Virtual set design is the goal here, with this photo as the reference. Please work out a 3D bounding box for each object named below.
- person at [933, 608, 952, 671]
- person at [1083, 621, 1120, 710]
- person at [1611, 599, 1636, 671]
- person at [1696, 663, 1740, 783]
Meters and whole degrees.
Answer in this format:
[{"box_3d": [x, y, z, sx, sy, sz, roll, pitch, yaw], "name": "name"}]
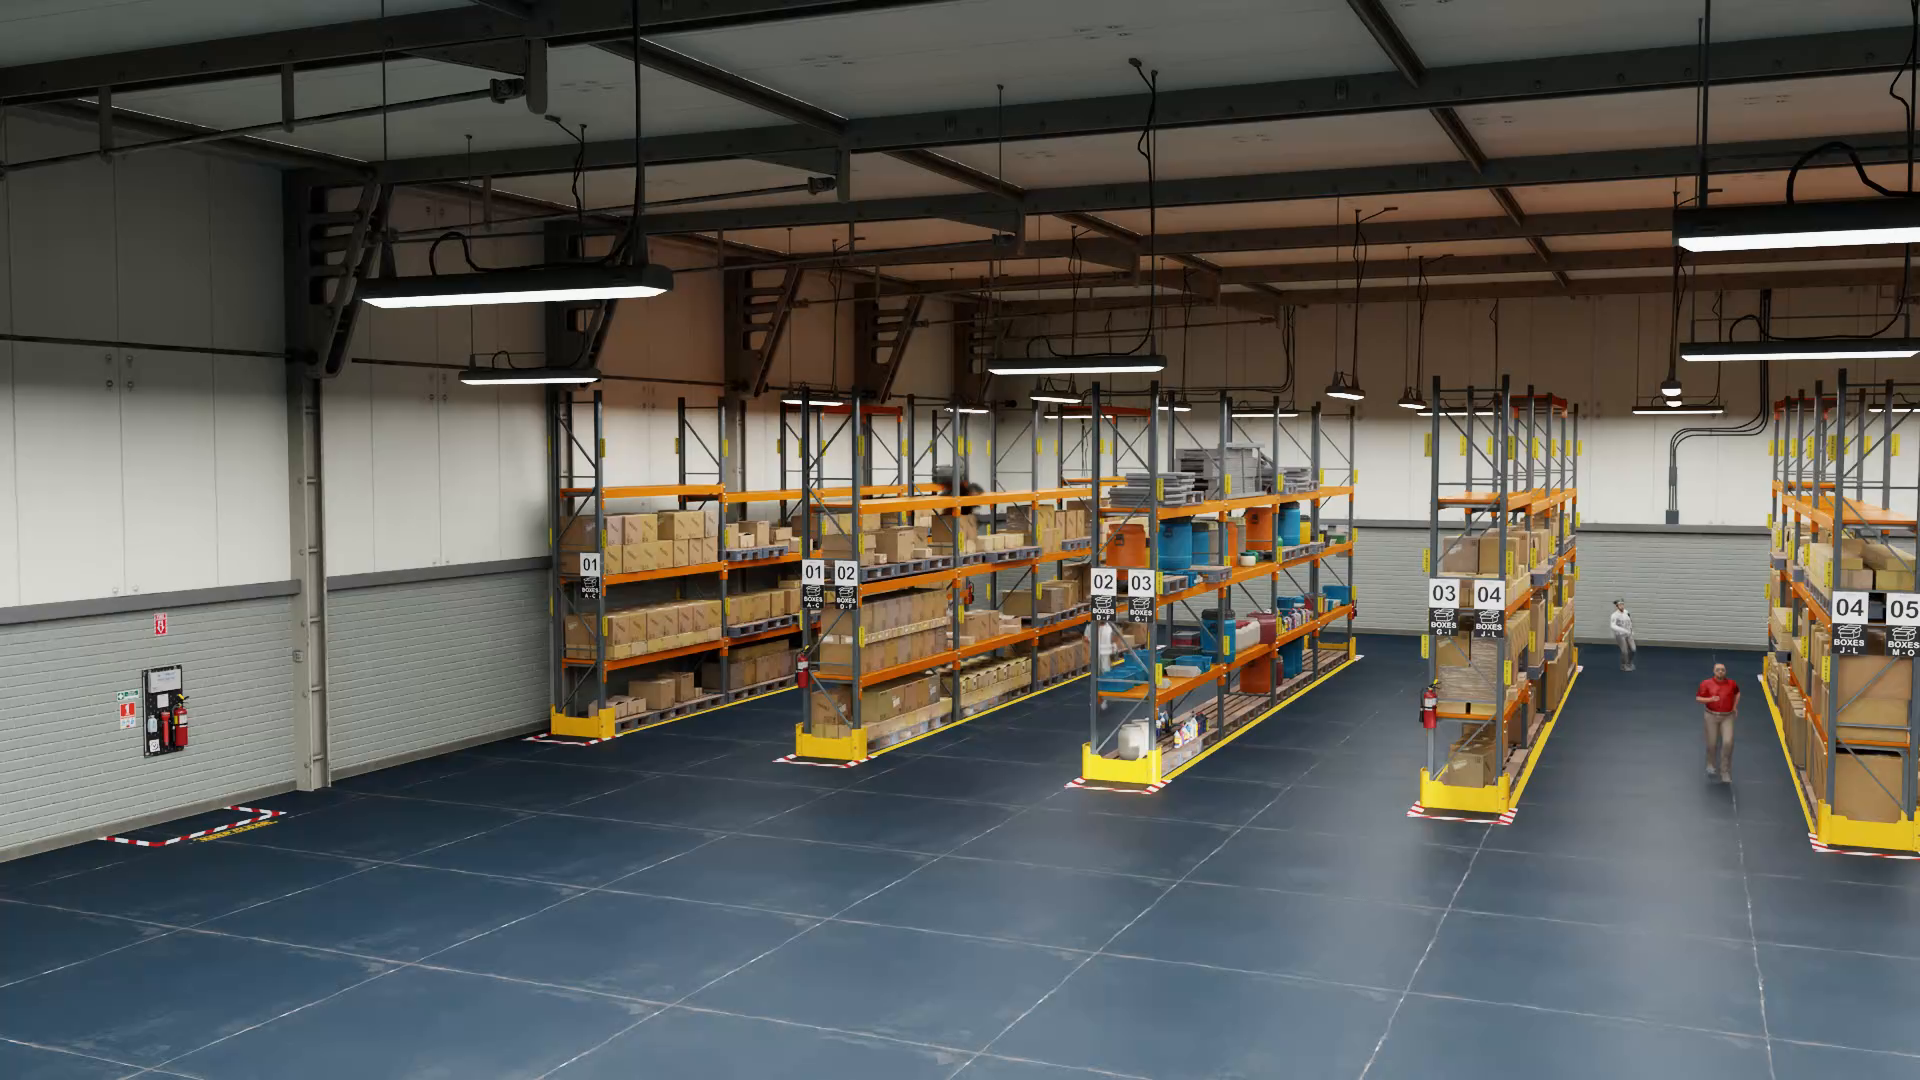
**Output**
[{"box_3d": [-0.464, 2.031, 34.928, 0.654, 1.788, 0.738, 1, 3, 17], "name": "person"}, {"box_3d": [2.609, 2.178, 30.848, 0.654, 1.876, 0.725, 1, 3, 12], "name": "person"}, {"box_3d": [14.841, 2.123, 37.164, 0.643, 1.638, 0.543, 0, 3, -9], "name": "person"}, {"box_3d": [11.470, 2.749, 25.162, 0.624, 1.787, 0.762, 1, 3, 17], "name": "person"}]
